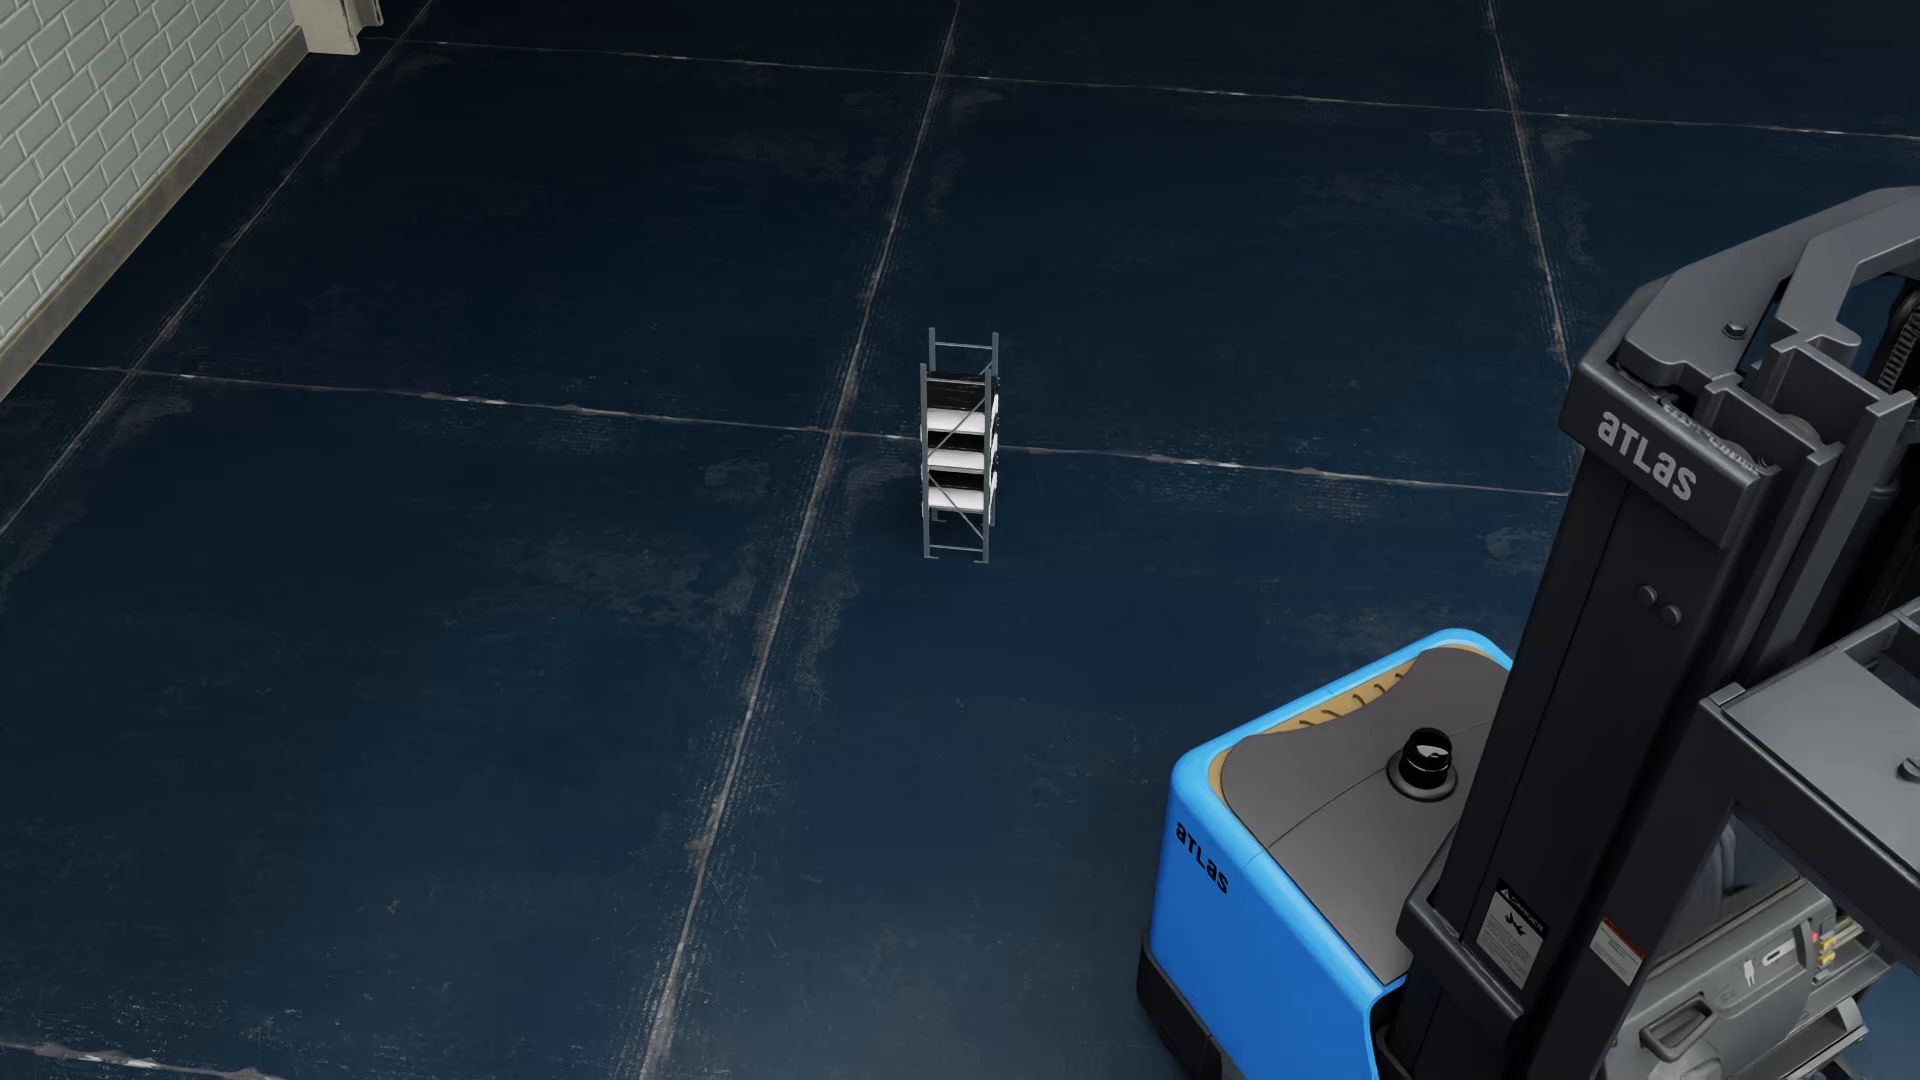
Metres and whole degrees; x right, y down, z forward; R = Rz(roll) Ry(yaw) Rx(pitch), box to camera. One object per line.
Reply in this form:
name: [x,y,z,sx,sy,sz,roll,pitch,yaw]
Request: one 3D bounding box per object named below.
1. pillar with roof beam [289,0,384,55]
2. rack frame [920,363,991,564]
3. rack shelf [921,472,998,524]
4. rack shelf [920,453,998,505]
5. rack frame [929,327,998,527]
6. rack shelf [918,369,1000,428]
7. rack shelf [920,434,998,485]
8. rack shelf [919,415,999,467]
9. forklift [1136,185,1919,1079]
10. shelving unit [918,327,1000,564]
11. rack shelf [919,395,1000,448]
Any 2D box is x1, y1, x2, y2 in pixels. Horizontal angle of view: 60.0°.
pillar with roof beam: [0.863,-5.659,5.682,9.100,9.000,0.400,5,44,6]
rack frame: [-0.015,-0.252,5.862,0.240,0.900,0.006,5,44,6]
rack shelf: [-0.001,-0.166,6.081,0.258,0.077,0.200,5,44,6]
rack shelf: [-0.001,-0.232,6.020,0.258,0.077,0.200,5,44,6]
rack frame: [0.012,-0.391,6.008,0.240,0.900,0.006,5,44,6]
rack shelf: [-0.001,-0.493,5.772,0.258,0.077,0.200,5,44,6]
rack shelf: [-0.001,-0.297,5.958,0.258,0.077,0.200,5,44,6]
rack shelf: [-0.001,-0.362,5.896,0.258,0.077,0.200,5,44,6]
forklift: [1.681,0.972,3.092,1.130,2.935,3.031,-22,48,-21]
shelving unit: [-0.001,-0.321,5.935,0.258,0.900,0.210,5,44,6]
rack shelf: [-0.001,-0.428,5.834,0.258,0.077,0.200,5,44,6]
